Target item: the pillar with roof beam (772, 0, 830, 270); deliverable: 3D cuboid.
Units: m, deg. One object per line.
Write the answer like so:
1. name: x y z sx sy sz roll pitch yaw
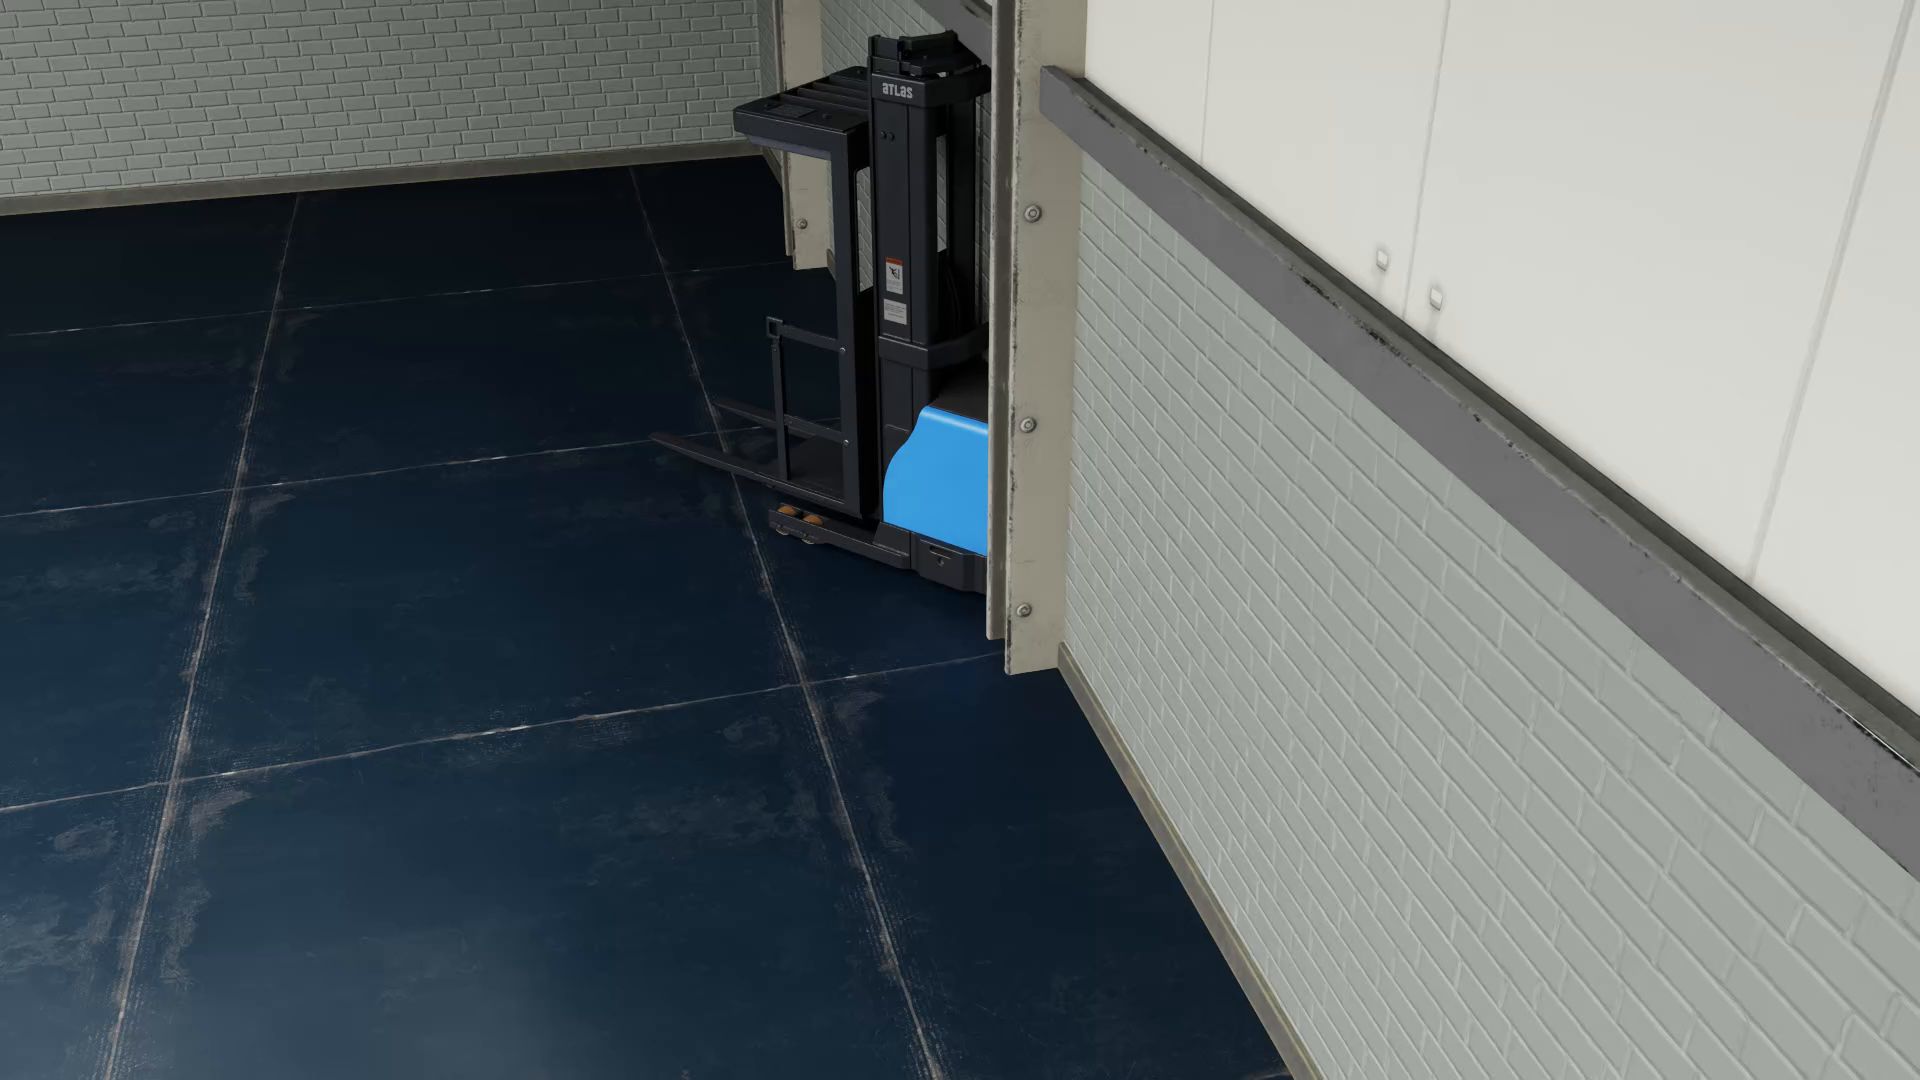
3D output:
1. pillar with roof beam: -5.403 -5.641 10.514 9.100 9.000 0.400 -8 31 -13

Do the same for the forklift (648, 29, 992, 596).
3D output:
1. forklift: -0.517 -1.443 9.318 3.031 2.935 1.130 19 35 29

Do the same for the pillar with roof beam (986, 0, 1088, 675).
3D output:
1. pillar with roof beam: -3.811 -2.744 5.507 9.100 9.000 0.400 -8 31 -13
